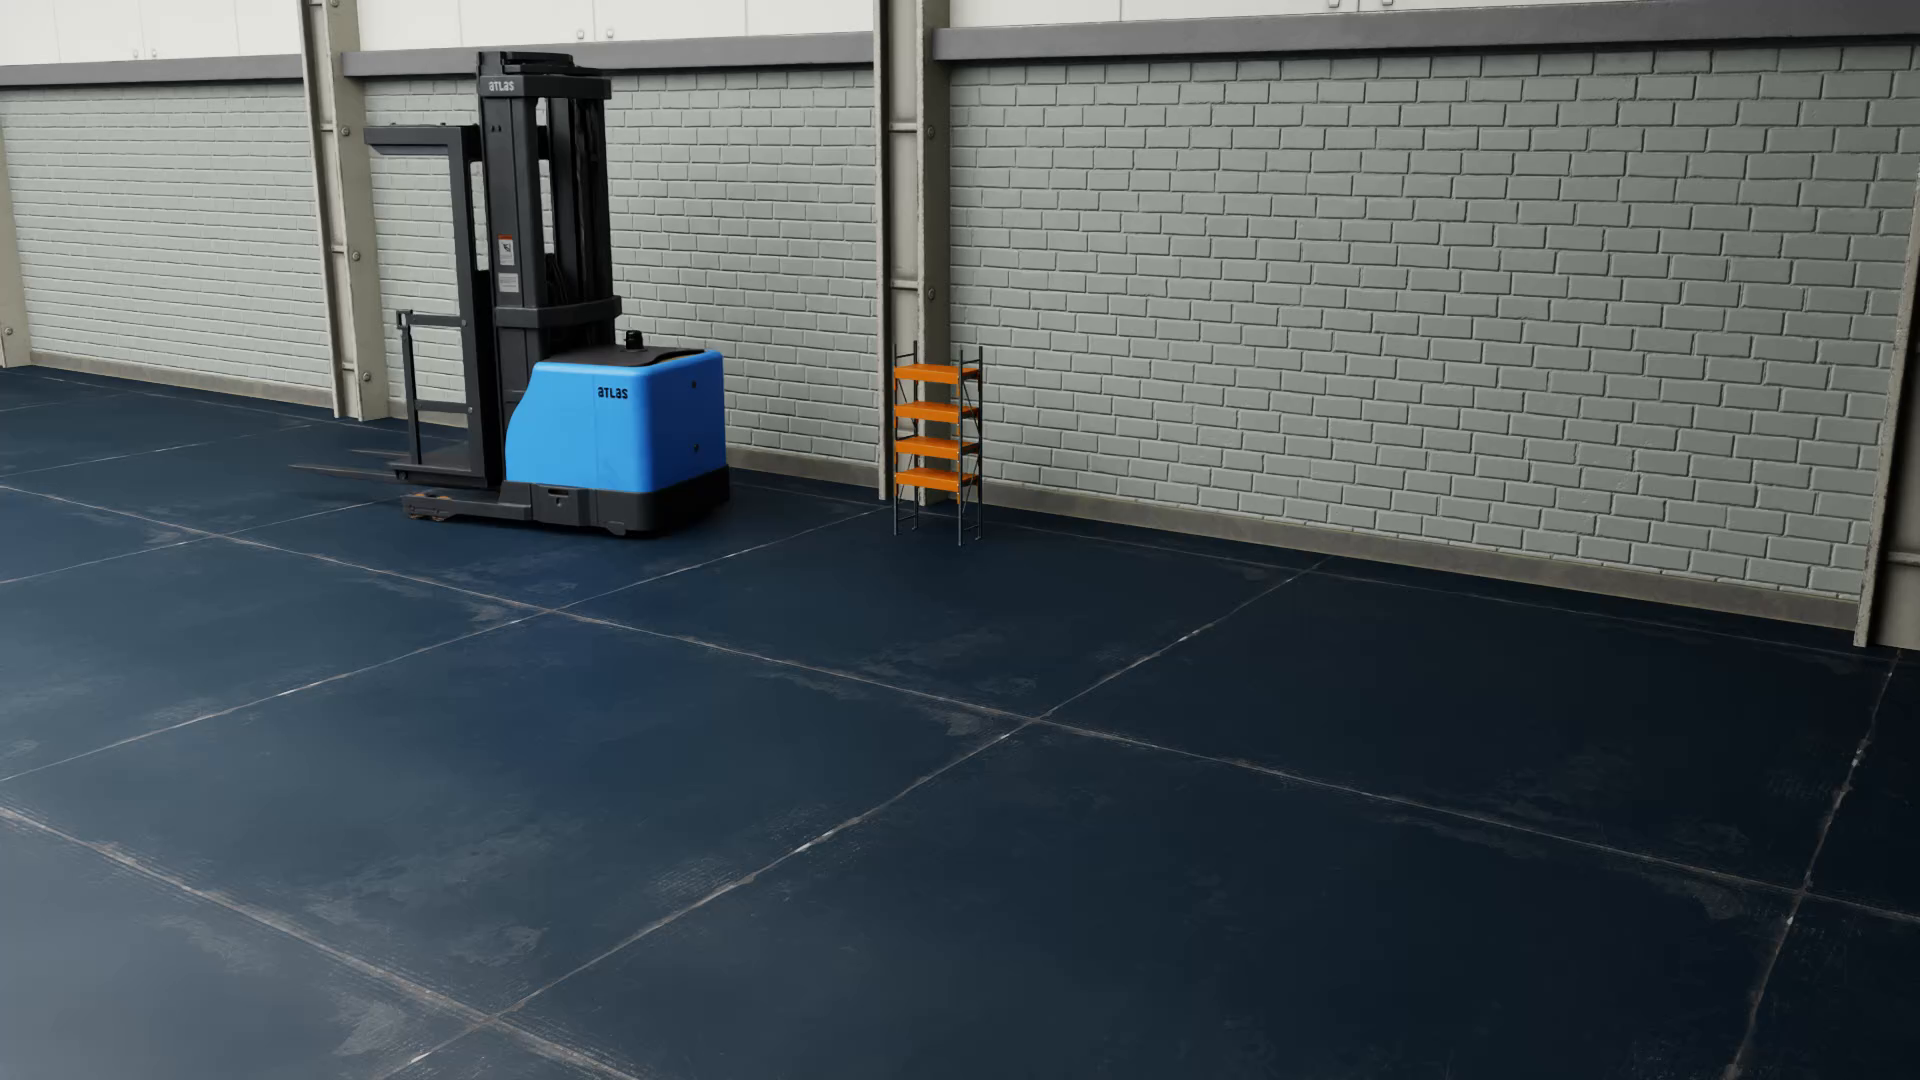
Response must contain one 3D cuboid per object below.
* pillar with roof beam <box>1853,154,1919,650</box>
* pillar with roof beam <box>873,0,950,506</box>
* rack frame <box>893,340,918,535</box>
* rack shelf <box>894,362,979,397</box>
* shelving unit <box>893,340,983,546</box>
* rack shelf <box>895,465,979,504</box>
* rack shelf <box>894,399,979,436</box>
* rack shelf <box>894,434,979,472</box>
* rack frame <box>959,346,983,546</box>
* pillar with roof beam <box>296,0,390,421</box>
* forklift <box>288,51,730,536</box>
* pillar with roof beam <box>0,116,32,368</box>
[{"bbox_3d":[2.263,-2.993,3.687,0.400,9.000,9.100,9,17,33],"label":"pillar with roof beam"},{"bbox_3d":[-2.715,-3.798,6.937,0.400,9.000,9.100,9,17,33],"label":"pillar with roof beam"},{"bbox_3d":[-0.340,-0.637,10.401,0.015,1.200,0.240,9,17,33],"label":"rack frame"},{"bbox_3d":[-0.137,-0.986,10.174,0.480,0.148,0.258,9,17,33],"label":"rack shelf"},{"bbox_3d":[-0.137,-0.605,10.269,0.503,1.200,0.258,9,17,33],"label":"shelving unit"},{"bbox_3d":[-0.137,-0.347,10.333,0.480,0.148,0.258,9,17,33],"label":"rack shelf"},{"bbox_3d":[-0.137,-0.756,10.231,0.480,0.148,0.258,9,17,33],"label":"rack shelf"},{"bbox_3d":[-0.137,-0.539,10.285,0.480,0.148,0.258,9,17,33],"label":"rack shelf"},{"bbox_3d":[0.065,-0.572,10.136,0.015,1.200,0.240,9,17,33],"label":"rack frame"},{"bbox_3d":[-7.694,-4.602,10.188,0.400,9.000,9.100,9,17,33],"label":"pillar with roof beam"},{"bbox_3d":[-3.103,-1.653,10.903,3.031,2.935,1.130,6,15,21],"label":"forklift"},{"bbox_3d":[-12.672,-5.407,13.438,0.400,9.000,9.100,9,17,33],"label":"pillar with roof beam"}]
